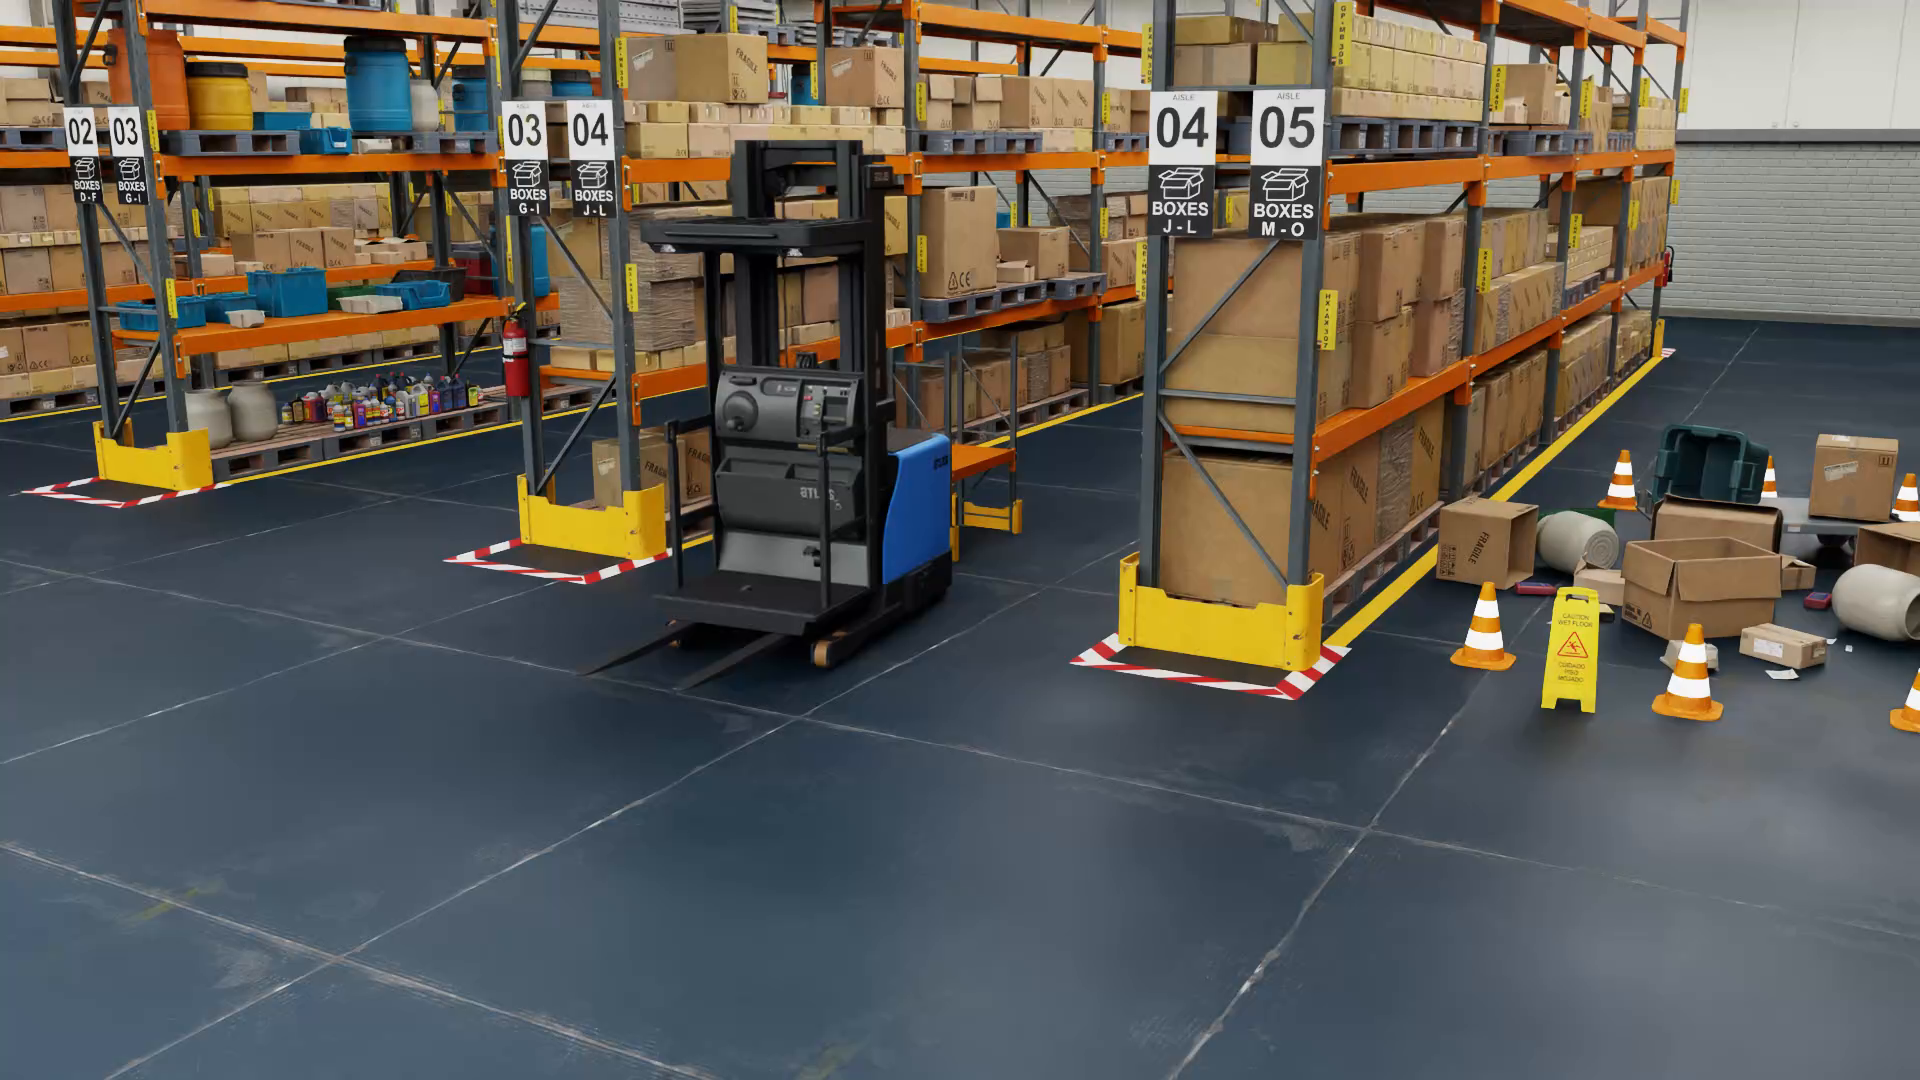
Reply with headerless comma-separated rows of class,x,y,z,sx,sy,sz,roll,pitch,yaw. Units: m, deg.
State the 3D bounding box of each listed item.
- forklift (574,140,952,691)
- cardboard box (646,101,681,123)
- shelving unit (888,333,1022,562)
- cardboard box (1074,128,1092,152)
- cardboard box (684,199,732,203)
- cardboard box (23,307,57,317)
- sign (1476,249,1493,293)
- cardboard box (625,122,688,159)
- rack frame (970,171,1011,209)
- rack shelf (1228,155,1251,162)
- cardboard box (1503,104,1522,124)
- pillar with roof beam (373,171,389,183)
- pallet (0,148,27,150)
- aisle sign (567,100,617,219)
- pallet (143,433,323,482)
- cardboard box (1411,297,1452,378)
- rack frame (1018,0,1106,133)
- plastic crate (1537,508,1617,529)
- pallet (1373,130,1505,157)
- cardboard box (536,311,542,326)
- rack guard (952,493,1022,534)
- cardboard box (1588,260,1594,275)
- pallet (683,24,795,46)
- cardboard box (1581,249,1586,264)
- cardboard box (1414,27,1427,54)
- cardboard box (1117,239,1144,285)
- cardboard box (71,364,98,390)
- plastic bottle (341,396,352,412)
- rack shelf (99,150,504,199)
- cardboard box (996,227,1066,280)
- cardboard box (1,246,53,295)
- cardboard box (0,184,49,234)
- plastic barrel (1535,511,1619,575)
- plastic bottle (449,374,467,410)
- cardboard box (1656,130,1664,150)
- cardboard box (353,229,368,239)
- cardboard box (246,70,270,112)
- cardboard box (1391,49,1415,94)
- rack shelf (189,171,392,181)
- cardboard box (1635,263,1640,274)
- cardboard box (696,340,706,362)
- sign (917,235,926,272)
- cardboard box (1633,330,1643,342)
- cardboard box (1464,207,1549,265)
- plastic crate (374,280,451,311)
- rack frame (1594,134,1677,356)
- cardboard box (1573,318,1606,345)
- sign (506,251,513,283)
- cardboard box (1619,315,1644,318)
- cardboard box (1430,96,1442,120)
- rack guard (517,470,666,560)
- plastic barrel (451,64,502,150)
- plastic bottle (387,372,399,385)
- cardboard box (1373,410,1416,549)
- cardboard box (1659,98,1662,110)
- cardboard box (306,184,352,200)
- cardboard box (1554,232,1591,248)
forklift,-1.106,-0.804,9.614,1.130,2.935,3.031,6,15,23
cardboard box,-2.214,-3.047,11.841,0.380,0.149,0.250,8,16,29
shelving unit,-0.037,-0.713,12.293,0.587,1.500,1.083,7,15,28
cardboard box,1.093,-4.297,17.876,0.500,0.250,0.500,7,15,28
cardboard box,-1.980,-2.523,13.616,0.500,0.500,0.500,7,15,28
cardboard box,-13.287,-3.163,23.648,0.700,0.500,0.500,7,15,27
sign,3.954,-2.030,12.538,0.100,0.325,0.005,7,15,28
cardboard box,-2.300,-2.850,11.876,0.500,0.250,0.500,8,16,30
rack frame,0.640,-5.239,27.865,1.000,3.000,0.127,7,15,28
rack shelf,4.008,-5.376,23.568,1.077,0.370,4.000,7,15,28
cardboard box,4.372,-3.480,13.596,0.380,0.149,0.250,7,15,28
pillar with roof beam,-6.617,-8.211,27.393,9.100,9.000,0.400,7,15,28
pallet,-13.442,-5.381,22.455,1.213,0.211,1.003,7,15,28
aisle sign,-2.527,-2.612,11.423,0.394,0.787,0.004,7,15,28
pallet,-6.702,-0.788,15.351,1.003,0.211,1.213,7,15,28
cardboard box,3.053,-1.514,12.093,0.875,0.550,0.550,7,15,28
rack frame,1.108,-5.953,18.026,1.000,3.000,0.127,7,15,28
plastic crate,4.530,-0.110,12.468,0.662,0.188,0.450,-8,6,-30
pallet,3.867,-3.192,13.383,0.805,0.209,1.217,7,15,26
cardboard box,-6.597,-3.430,24.755,0.500,0.500,0.500,7,15,27
rack guard,0.204,-0.208,12.863,0.587,0.250,0.087,7,15,28
cardboard box,6.689,-2.985,18.156,0.380,0.149,0.250,8,16,30
pallet,-2.852,-6.373,21.022,1.213,0.211,1.003,7,15,28
cardboard box,6.432,-3.021,17.671,0.380,0.149,0.250,7,15,28
cardboard box,2.713,-3.135,10.461,0.380,0.149,0.250,8,16,29
cardboard box,1.828,-3.260,19.443,0.500,0.500,0.500,7,15,27
cardboard box,-10.008,-1.881,18.906,0.500,0.250,0.500,7,15,28
plastic bottle,-6.175,-1.343,16.737,0.097,0.201,0.097,0,14,0
rack shelf,-6.128,-3.475,15.684,1.077,0.370,4.000,7,15,28
cardboard box,0.700,-3.048,17.668,0.700,0.500,0.500,10,17,36
cardboard box,-10.447,-2.979,18.278,0.700,0.500,0.500,8,16,30
cardboard box,-10.433,-3.618,18.158,0.700,0.500,0.500,7,15,28
plastic barrel,4.262,0.026,11.524,0.421,0.421,0.512,-5,14,-20
plastic bottle,-5.221,-1.539,17.228,0.144,0.351,0.185,7,15,27
cardboard box,8.548,-5.040,20.960,0.500,0.250,0.500,8,16,31
cardboard box,-10.225,-5.164,28.046,0.380,0.149,0.250,7,15,28
cardboard box,-8.908,-5.535,20.515,0.500,0.500,0.500,9,16,33
cardboard box,2.479,-2.873,10.227,0.500,0.250,0.500,7,15,28
rack shelf,-8.529,-4.858,21.419,1.077,0.370,4.000,7,15,28
cardboard box,8.352,-3.449,20.977,0.380,0.149,0.250,8,16,30
cardboard box,-2.039,-1.457,12.713,0.380,0.149,0.250,7,15,28
sign,-0.347,-2.577,14.975,0.100,0.325,0.005,7,15,28
cardboard box,8.774,-2.703,21.897,0.380,0.149,0.250,8,16,29
cardboard box,5.175,-2.898,15.806,0.700,0.500,0.500,7,15,28
plastic crate,-5.459,-2.447,16.601,0.499,0.251,0.616,7,15,28
rack frame,9.268,-4.095,23.120,1.000,3.000,0.127,7,15,28
cardboard box,6.936,-2.343,18.688,0.500,0.250,0.500,8,16,31
sign,-4.685,-2.847,17.353,0.100,0.325,0.005,7,15,28
cardboard box,8.868,-2.907,22.109,0.380,0.149,0.250,7,15,26
cardboard box,2.957,-2.850,10.980,0.380,0.149,0.250,7,15,28
rack guard,-2.723,-0.196,12.279,1.175,0.500,0.348,7,15,28
plastic barrel,-5.106,-4.608,17.778,0.600,0.901,0.708,7,15,28
plastic bottle,-5.915,-1.585,17.420,0.144,0.351,0.185,8,16,30
cardboard box,2.670,-0.498,11.837,0.875,0.875,0.875,8,15,28
cardboard box,8.718,-5.557,21.185,0.380,0.149,0.250,8,16,29
cardboard box,-10.471,-5.775,27.598,0.500,0.250,0.500,8,16,29
cardboard box,6.552,-3.219,17.855,0.380,0.149,0.250,7,15,27
